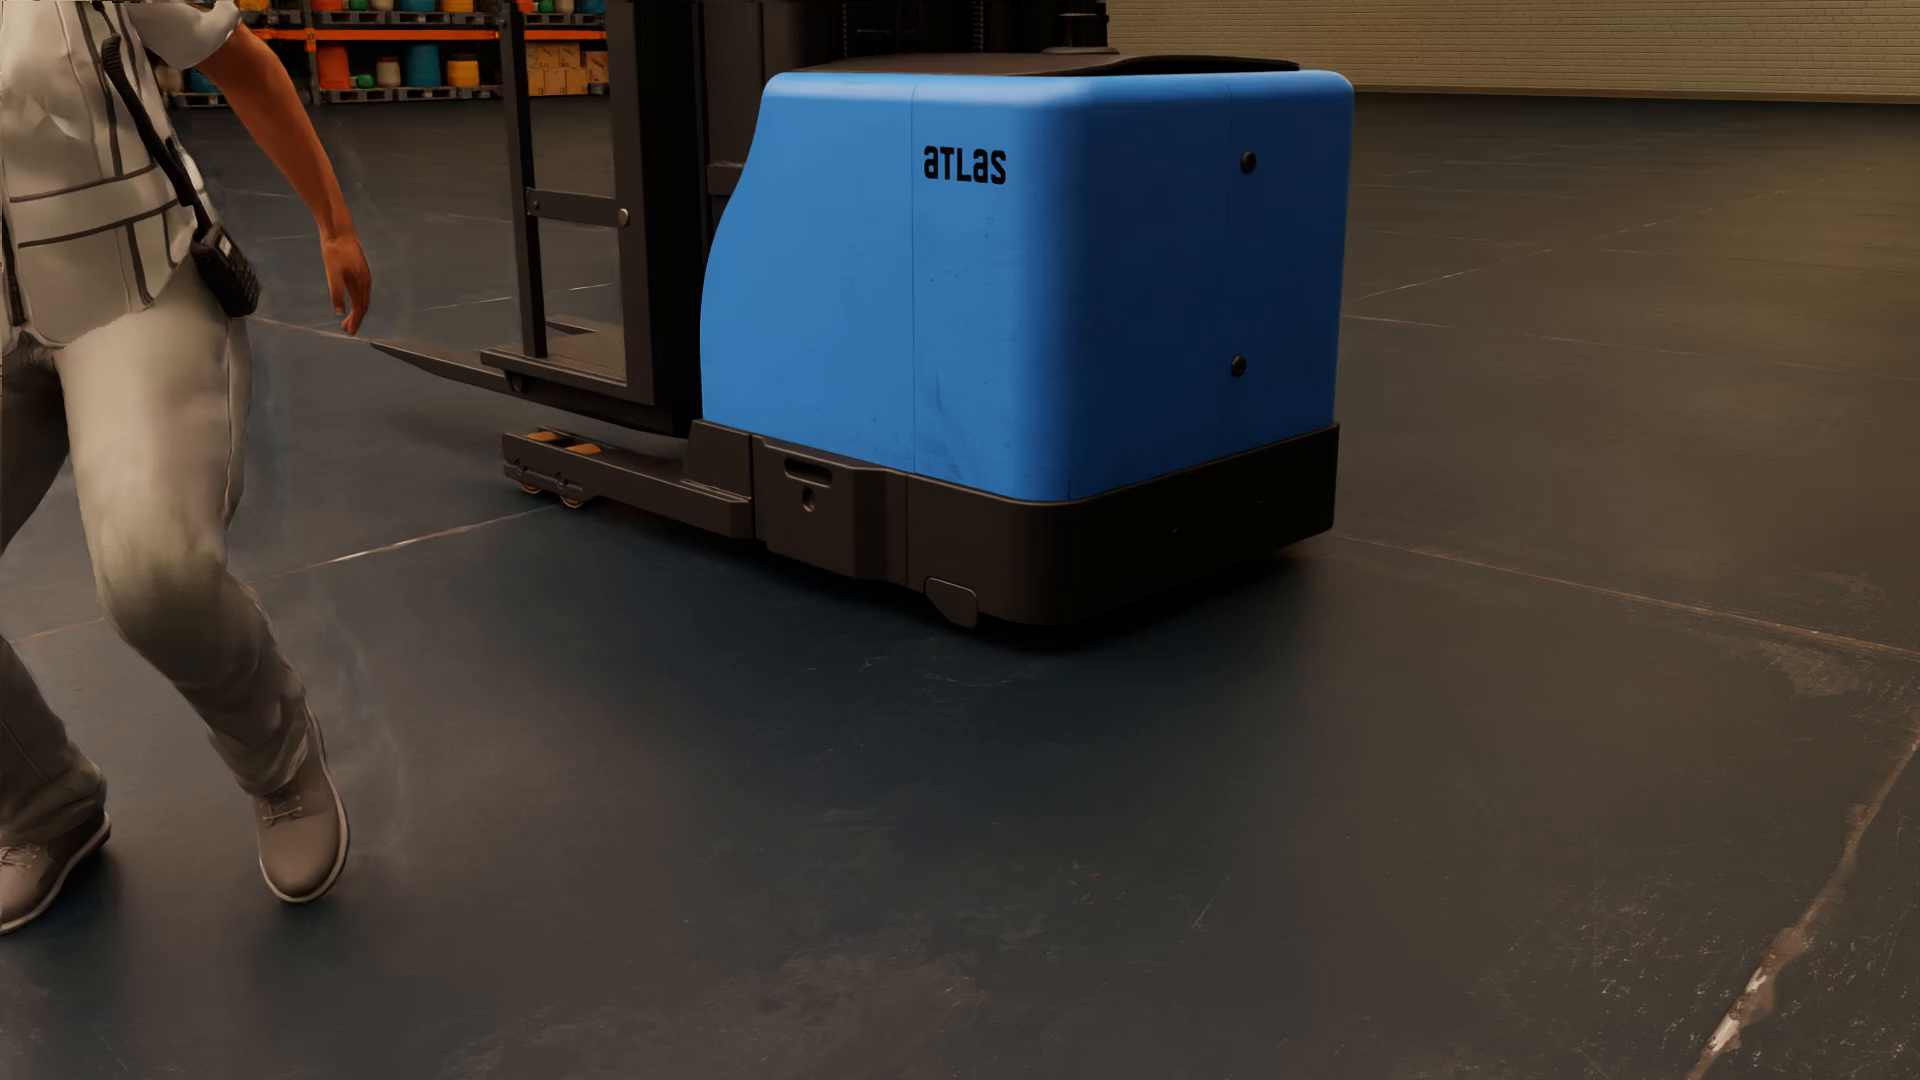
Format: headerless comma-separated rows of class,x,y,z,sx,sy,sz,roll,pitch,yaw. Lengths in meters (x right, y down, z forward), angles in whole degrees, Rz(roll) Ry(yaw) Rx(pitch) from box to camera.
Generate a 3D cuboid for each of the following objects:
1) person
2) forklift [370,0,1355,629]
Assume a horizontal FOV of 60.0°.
person,-1.151,-0.257,2.103,0.706,1.583,0.619,-3,17,-9
forklift,-0.547,-1.575,4.083,3.031,2.935,1.130,16,23,42
